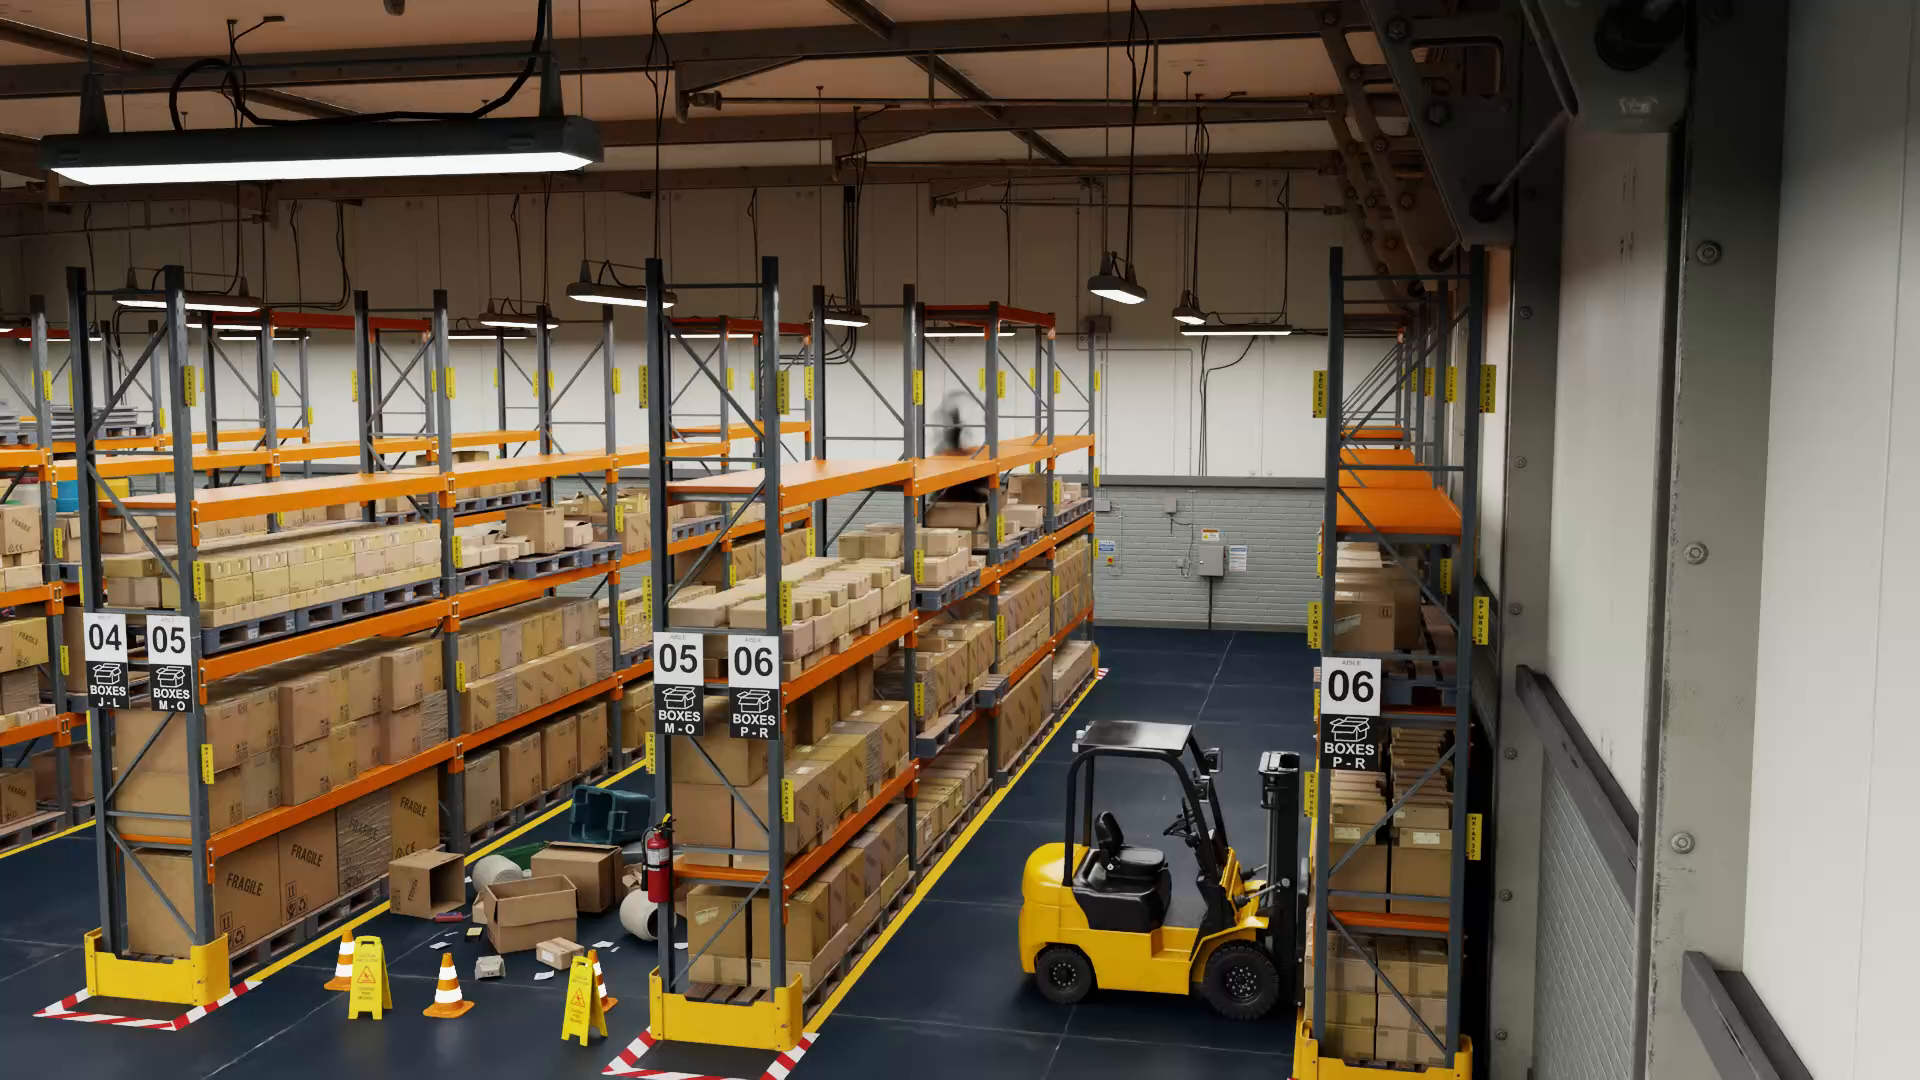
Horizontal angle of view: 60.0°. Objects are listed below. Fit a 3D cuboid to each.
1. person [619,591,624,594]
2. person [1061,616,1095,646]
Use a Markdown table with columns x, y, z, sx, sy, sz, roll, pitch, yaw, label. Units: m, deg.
| x | y | z | sx | sy | sz | roll | pitch | yaw | label |
| --- | --- | --- | --- | --- | --- | --- | --- | --- | --- |
| -5.416 | 1.638 | 26.800 | 0.624 | 1.695 | 0.781 | 1 | 6 | 13 | person |
| 2.019 | 1.313 | 29.635 | 0.674 | 1.719 | 0.932 | 3 | 7 | 30 | person |
